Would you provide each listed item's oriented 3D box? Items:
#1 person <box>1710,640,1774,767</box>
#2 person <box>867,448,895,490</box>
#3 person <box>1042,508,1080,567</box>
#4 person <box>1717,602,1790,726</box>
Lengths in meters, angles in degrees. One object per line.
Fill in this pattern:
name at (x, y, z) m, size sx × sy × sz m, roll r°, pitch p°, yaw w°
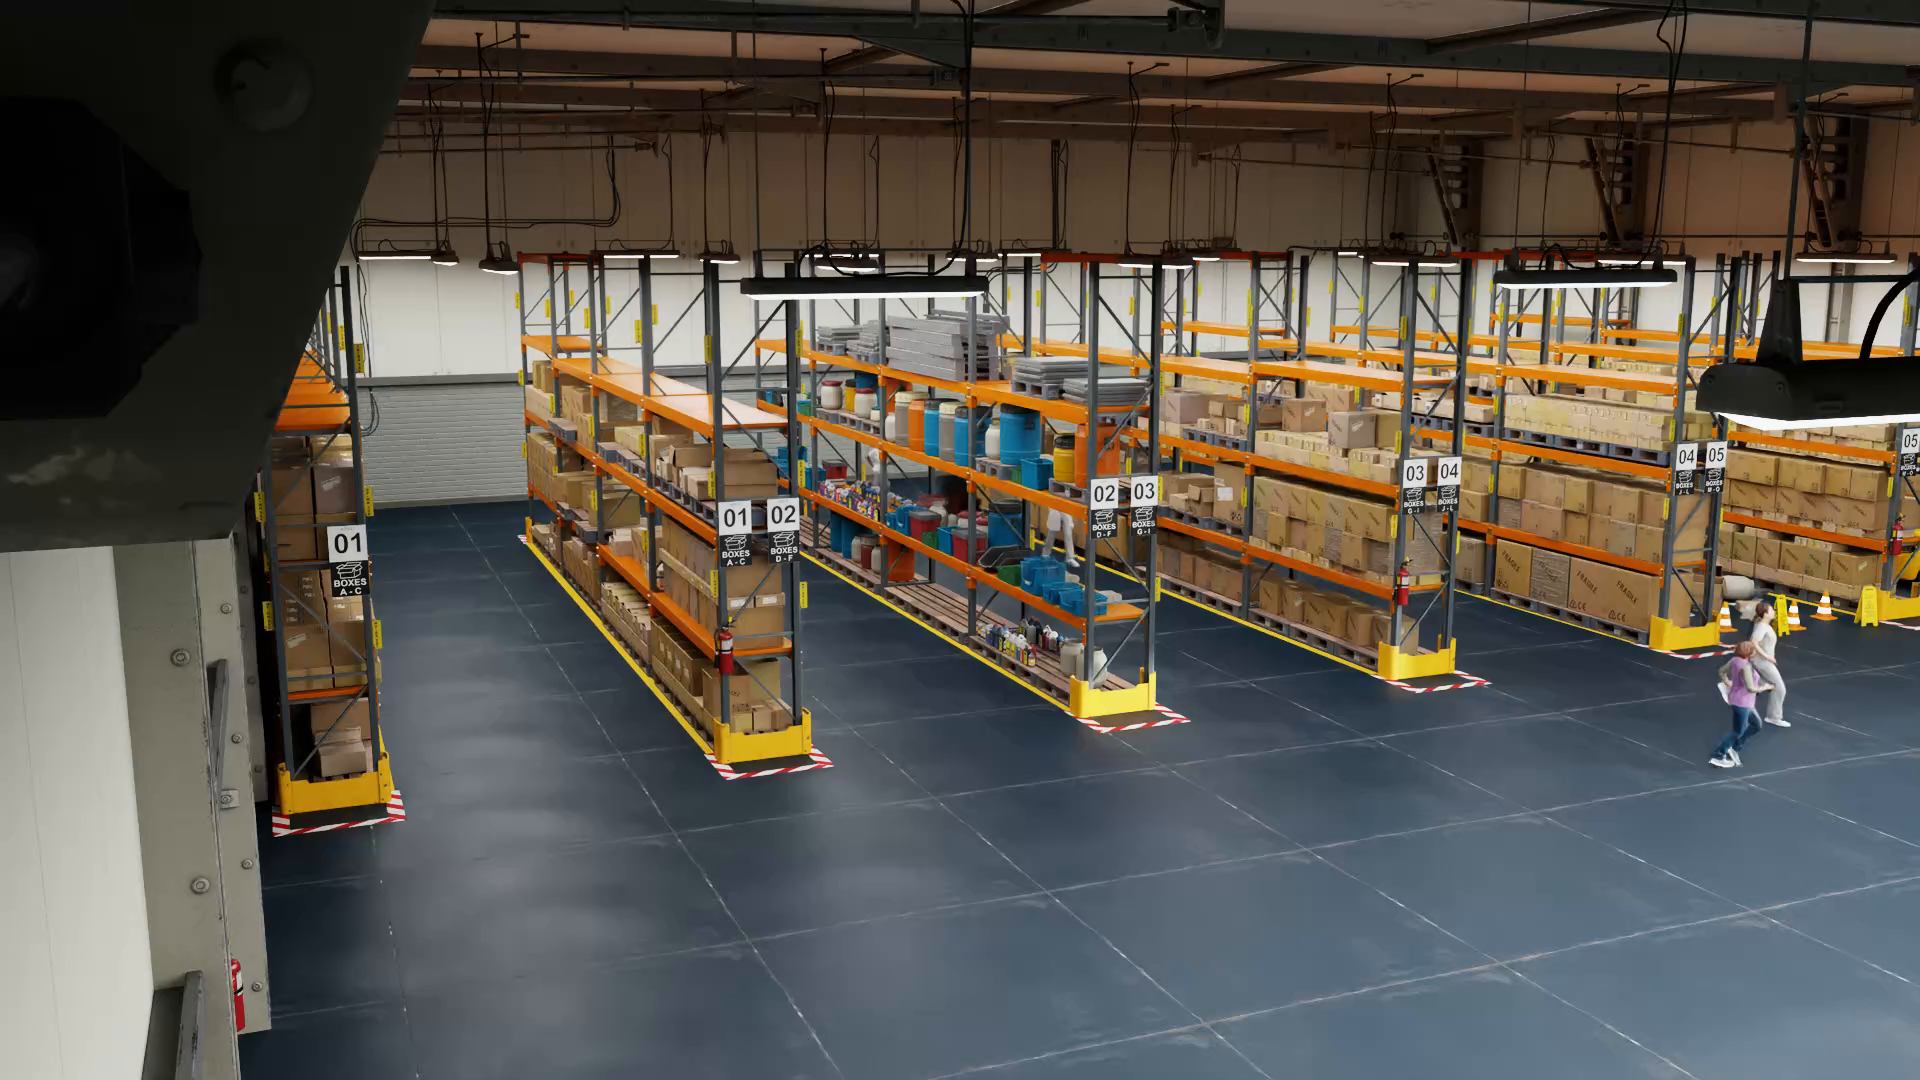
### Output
person at (9.352, 2.008, 19.869) m, size 0.644 × 1.484 × 0.510 m, roll 2°, pitch 11°, yaw 13°
person at (-1.871, -1.545, 38.841) m, size 0.741 × 1.749 × 0.570 m, roll -3°, pitch 11°, yaw -14°
person at (1.871, -0.396, 30.784) m, size 0.725 × 1.825 × 1.093 m, roll -4°, pitch 11°, yaw -23°
person at (10.456, 1.616, 21.795) m, size 0.898 × 1.645 × 0.558 m, roll 3°, pitch 11°, yaw 15°
